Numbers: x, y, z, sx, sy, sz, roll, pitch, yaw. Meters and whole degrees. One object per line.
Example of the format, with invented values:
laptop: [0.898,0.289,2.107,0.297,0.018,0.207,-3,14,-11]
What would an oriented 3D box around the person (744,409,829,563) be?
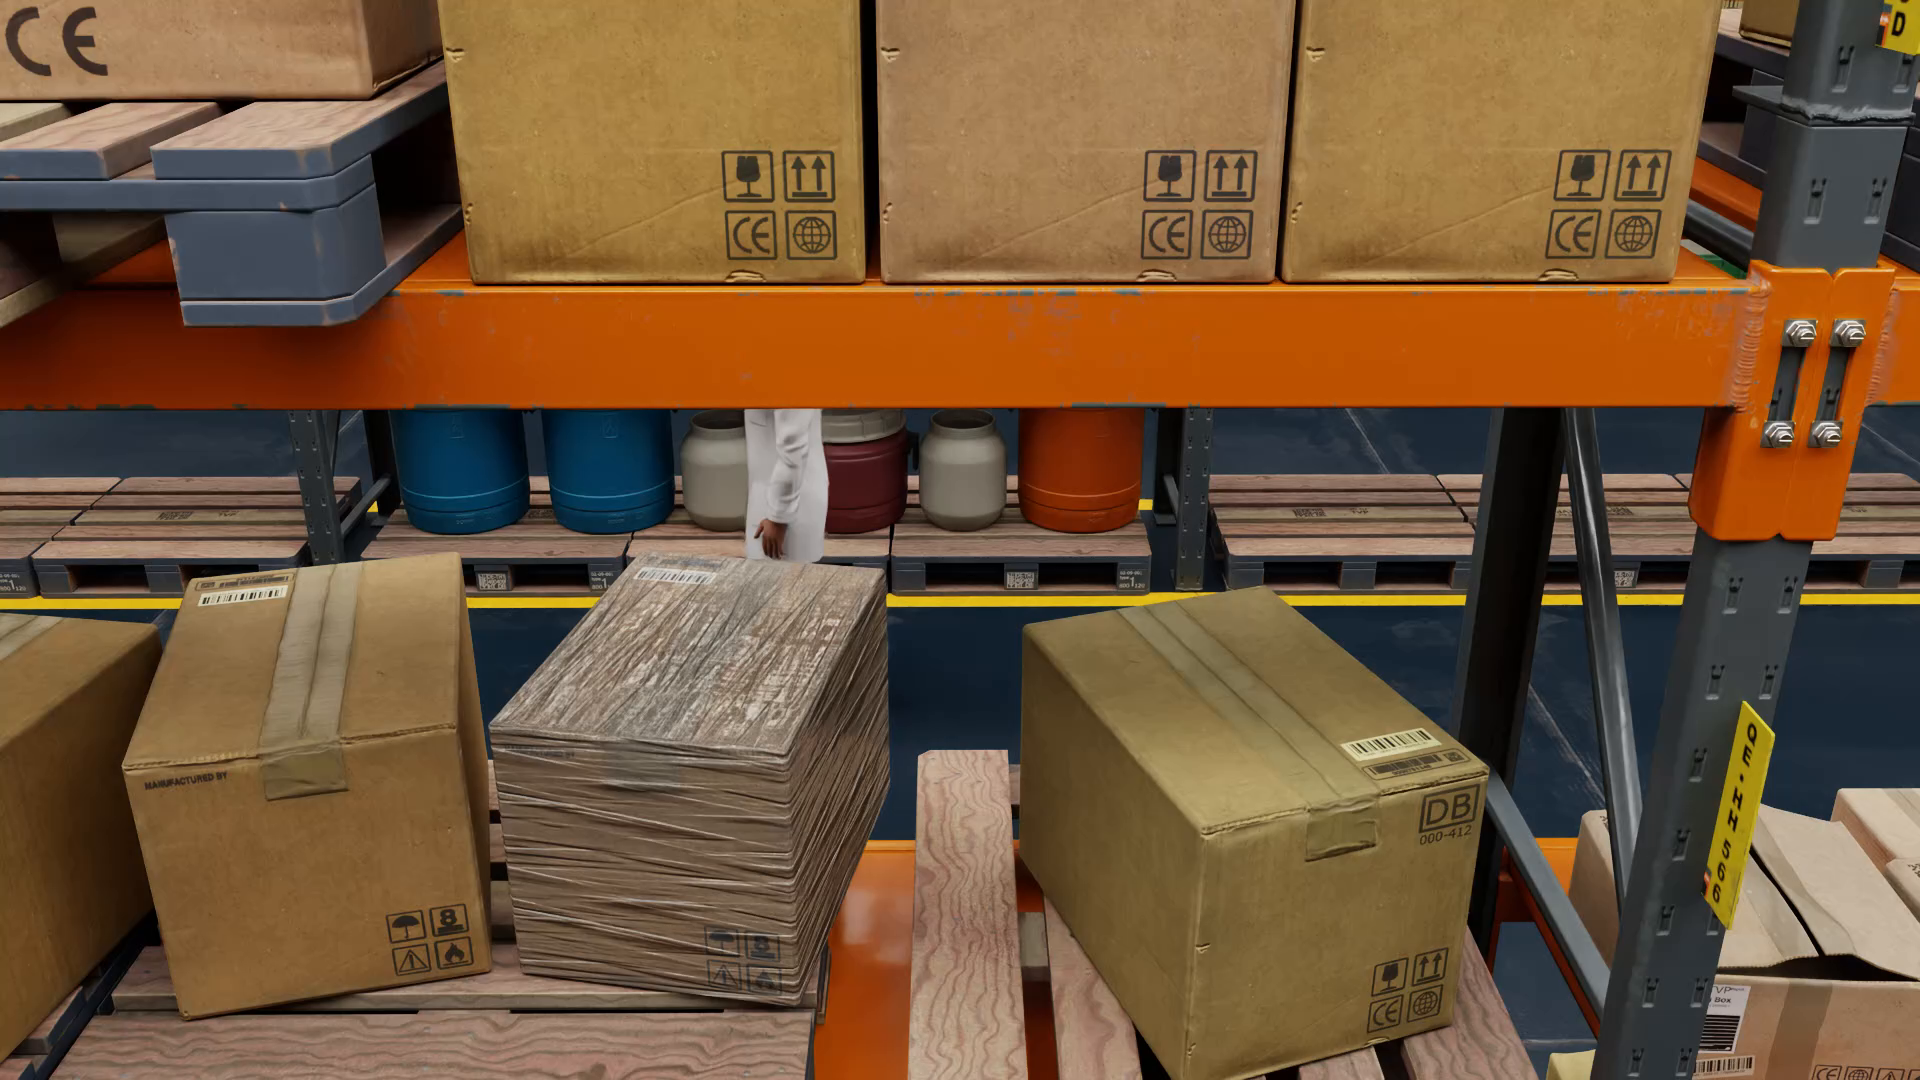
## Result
person: [-0.740,-0.152,6.470,0.461,1.820,0.603,0,24,-1]
